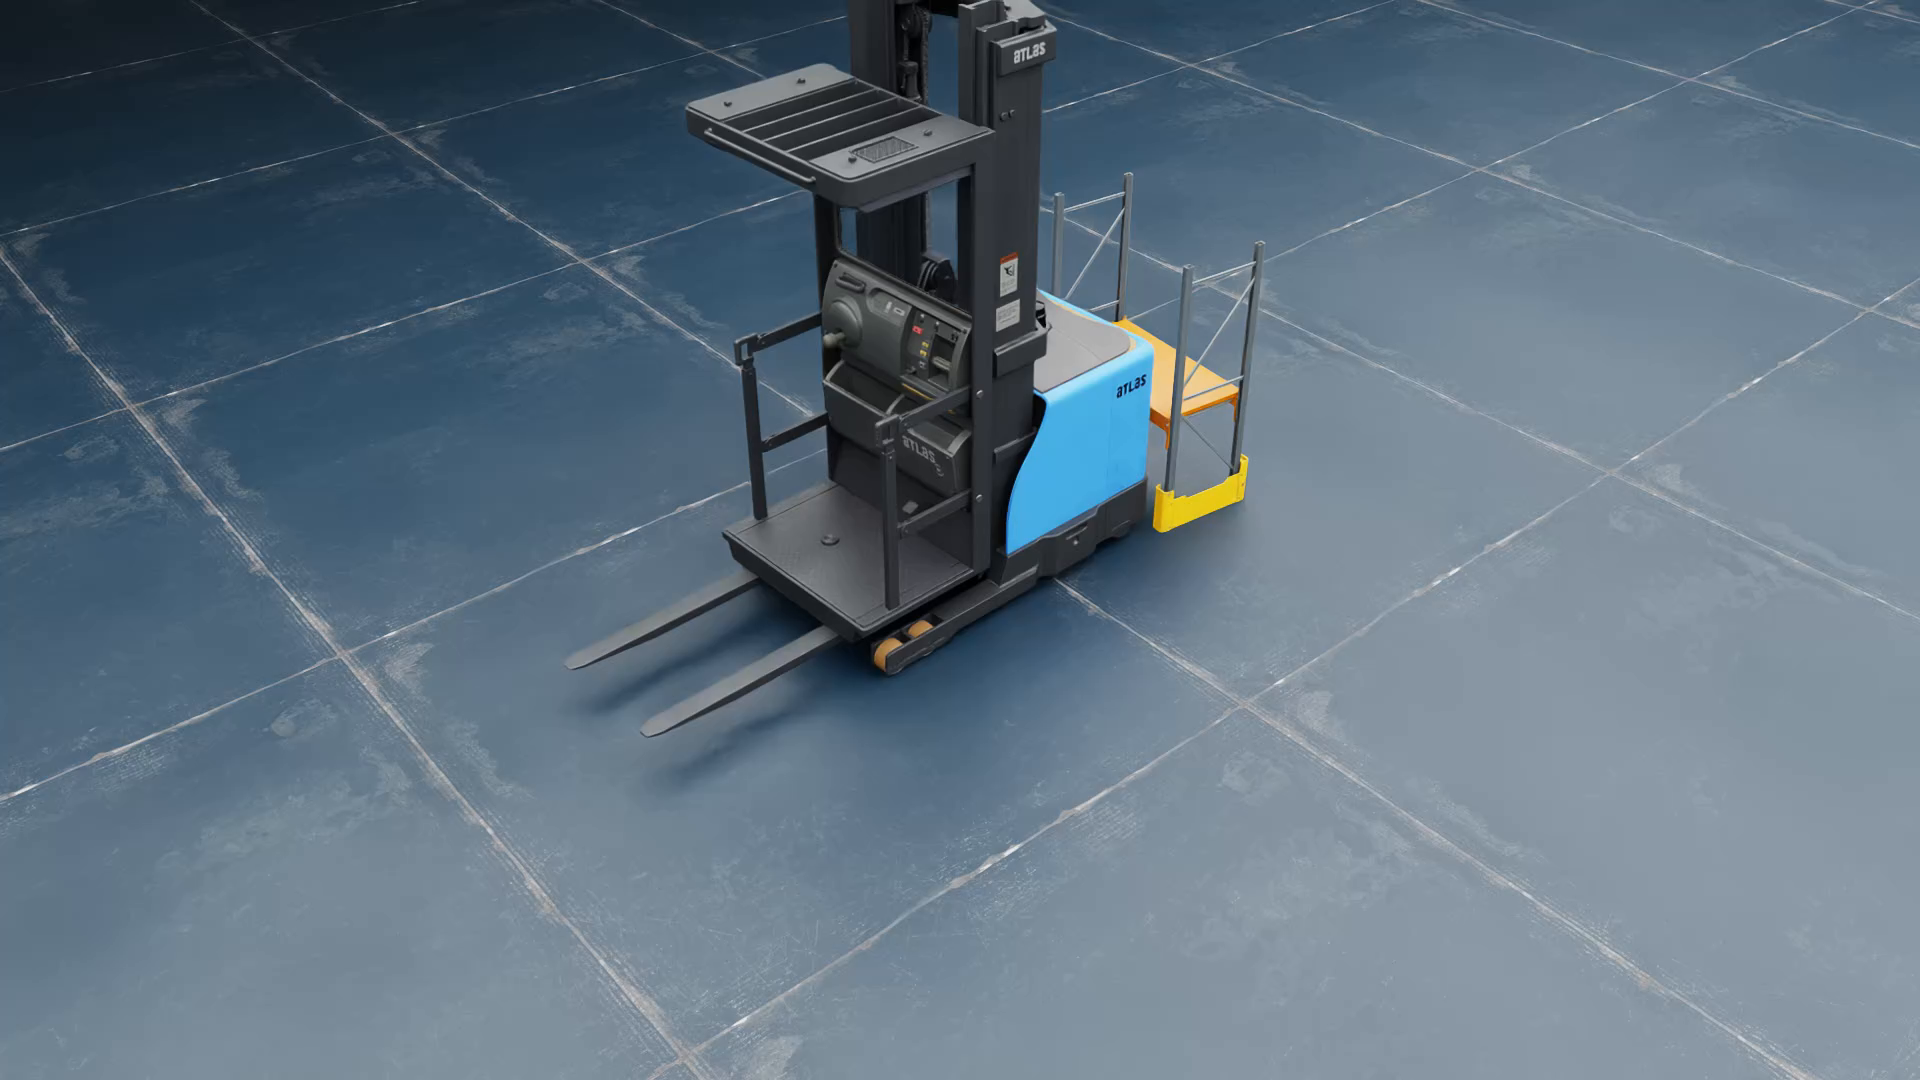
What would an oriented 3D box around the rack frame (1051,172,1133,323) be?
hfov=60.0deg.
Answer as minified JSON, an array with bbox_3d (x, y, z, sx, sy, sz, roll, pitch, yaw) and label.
[{"bbox_3d":[0.701,-1.246,9.113,0.500,1.500,0.032,-21,41,-27],"label":"rack frame"}]

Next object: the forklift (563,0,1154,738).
[{"bbox_3d":[-0.451,-0.910,7.401,3.031,2.935,1.130,-28,44,-34],"label":"forklift"}]

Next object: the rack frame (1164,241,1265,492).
[{"bbox_3d":[1.274,-0.761,8.428,0.500,1.500,0.032,-21,41,-27],"label":"rack frame"}]

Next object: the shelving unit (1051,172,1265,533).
[{"bbox_3d":[0.993,-0.999,8.764,0.587,1.500,1.083,-21,41,-27],"label":"shelving unit"}]

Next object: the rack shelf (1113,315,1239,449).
[{"bbox_3d":[0.987,-0.857,8.874,0.538,0.185,1.000,-21,41,-27],"label":"rack shelf"}]

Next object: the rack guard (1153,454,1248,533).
[{"bbox_3d":[1.273,-0.251,8.790,0.587,0.250,0.087,-21,41,-27],"label":"rack guard"}]
